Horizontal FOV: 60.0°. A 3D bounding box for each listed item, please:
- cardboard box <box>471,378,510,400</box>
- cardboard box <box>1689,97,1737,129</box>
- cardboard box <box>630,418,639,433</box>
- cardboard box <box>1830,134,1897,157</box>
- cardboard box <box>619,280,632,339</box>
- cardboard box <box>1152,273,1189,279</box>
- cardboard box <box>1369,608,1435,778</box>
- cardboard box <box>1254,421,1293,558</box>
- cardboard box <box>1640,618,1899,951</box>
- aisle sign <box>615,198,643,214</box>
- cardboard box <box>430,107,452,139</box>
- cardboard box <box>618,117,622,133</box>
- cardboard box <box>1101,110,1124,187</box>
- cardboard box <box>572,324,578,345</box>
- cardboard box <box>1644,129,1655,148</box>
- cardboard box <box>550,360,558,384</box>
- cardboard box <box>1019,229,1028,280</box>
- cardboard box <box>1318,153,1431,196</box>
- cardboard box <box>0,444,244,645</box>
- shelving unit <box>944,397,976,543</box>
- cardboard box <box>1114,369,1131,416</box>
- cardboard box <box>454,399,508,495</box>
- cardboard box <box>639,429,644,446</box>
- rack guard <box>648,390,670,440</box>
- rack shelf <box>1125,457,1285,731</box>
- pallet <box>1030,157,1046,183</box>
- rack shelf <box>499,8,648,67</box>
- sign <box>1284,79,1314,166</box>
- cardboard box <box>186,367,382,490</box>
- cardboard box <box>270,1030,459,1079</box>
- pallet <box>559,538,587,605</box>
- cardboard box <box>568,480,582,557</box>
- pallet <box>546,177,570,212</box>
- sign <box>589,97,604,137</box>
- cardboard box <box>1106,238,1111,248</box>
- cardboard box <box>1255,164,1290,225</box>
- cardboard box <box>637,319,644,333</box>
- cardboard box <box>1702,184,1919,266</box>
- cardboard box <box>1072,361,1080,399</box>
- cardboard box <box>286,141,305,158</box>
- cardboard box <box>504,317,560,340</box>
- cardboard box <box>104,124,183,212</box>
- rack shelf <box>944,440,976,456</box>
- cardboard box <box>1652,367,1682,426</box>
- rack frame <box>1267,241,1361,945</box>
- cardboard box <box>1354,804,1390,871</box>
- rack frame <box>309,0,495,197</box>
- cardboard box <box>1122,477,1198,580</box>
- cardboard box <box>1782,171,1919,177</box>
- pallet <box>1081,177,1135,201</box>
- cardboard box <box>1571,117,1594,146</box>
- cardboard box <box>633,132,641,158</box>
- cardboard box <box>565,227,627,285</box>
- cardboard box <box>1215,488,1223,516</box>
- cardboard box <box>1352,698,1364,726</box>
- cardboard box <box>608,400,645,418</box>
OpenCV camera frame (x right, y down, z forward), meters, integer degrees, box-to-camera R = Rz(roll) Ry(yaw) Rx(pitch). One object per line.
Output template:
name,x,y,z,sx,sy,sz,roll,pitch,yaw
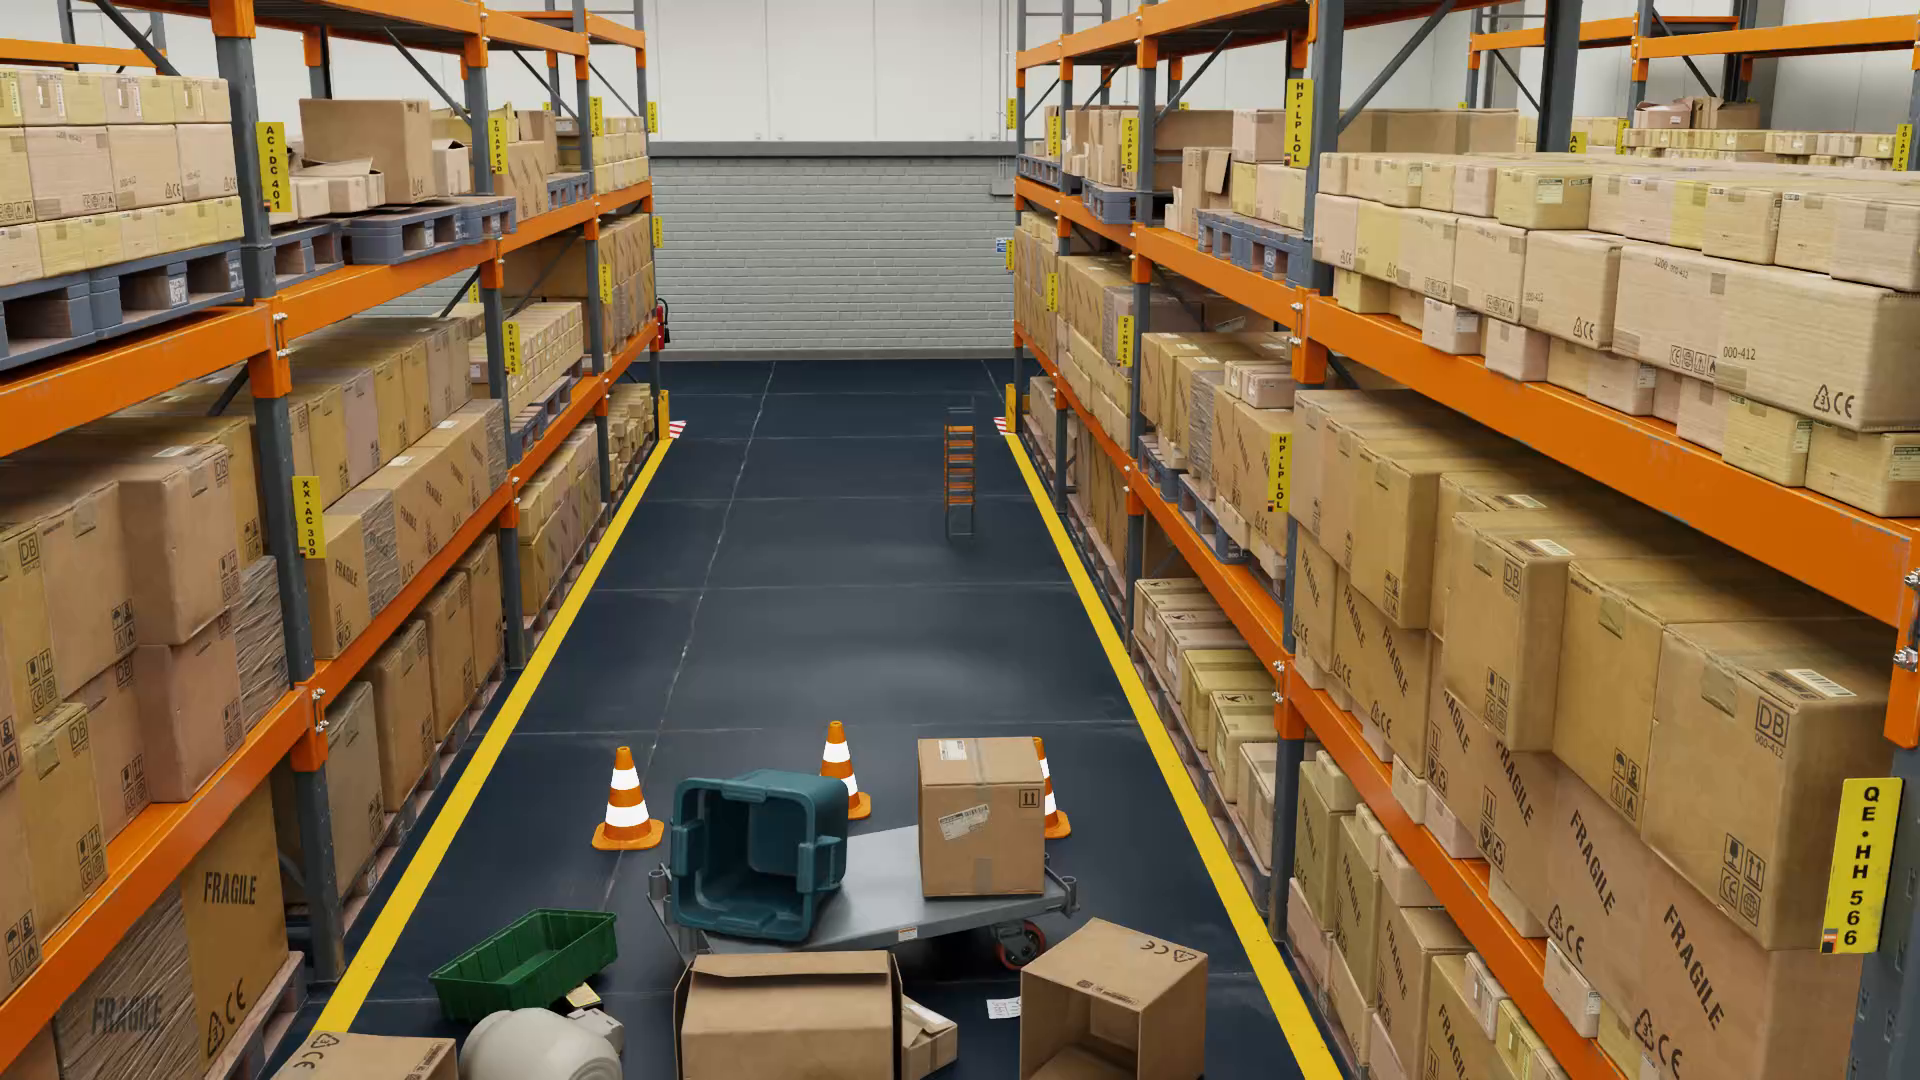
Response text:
cardboard box,-3.155,-0.964,10.818,0.380,0.149,0.250,0,14,-1
cardboard box,6.403,-3.642,14.172,0.396,0.266,0.258,-1,14,-4
cardboard box,-3.427,-1.123,16.652,0.380,0.149,0.250,0,14,-1
cardboard box,6.269,-2.725,11.481,0.380,0.149,0.250,-1,14,-5
cardboard box,-3.385,-2.178,15.675,0.500,0.500,0.500,-1,14,-5
cardboard box,1.738,-1.753,12.614,0.500,0.500,0.500,-1,14,-3
cardboard box,1.679,0.449,5.464,0.500,0.500,0.500,-1,14,-4
cardboard box,1.599,-0.229,7.257,0.500,0.500,0.500,-1,14,-4
cardboard box,1.855,0.473,3.366,0.700,0.500,0.500,-1,14,-5
aisle sign,-3.526,-3.887,17.895,0.394,0.787,0.004,-1,14,-3
cardboard box,-3.710,-2.903,11.533,0.396,0.266,0.258,-1,14,-3
cardboard box,-3.433,-3.959,15.871,0.380,0.149,0.250,-1,14,-5
cardboard box,1.358,-2.664,11.299,0.700,0.500,0.500,-2,15,-6
cardboard box,-3.334,-1.674,13.578,0.380,0.149,0.250,-1,14,-3
cardboard box,5.984,-3.370,13.947,0.380,0.149,0.250,-1,14,-3
cardboard box,-3.267,-1.272,12.612,0.380,0.149,0.250,0,14,-1
cardboard box,0.898,-2.987,17.408,0.500,0.500,0.500,-1,14,-5
cardboard box,1.551,-1.356,6.160,0.380,0.149,0.250,-1,14,-4
cardboard box,-2.938,0.011,5.494,0.875,0.550,0.550,-1,14,-3
shelving unit,0.001,-0.577,13.863,0.258,1.200,0.189,-1,14,-3
cardboard box,1.326,-1.003,11.201,0.500,0.250,0.500,-1,14,-4
cardboard box,-3.029,-0.556,9.966,0.500,0.500,0.500,-1,14,-3
cardboard box,-3.426,-1.047,16.953,0.380,0.149,0.250,-2,15,-6
rack guard,-3.816,-1.375,18.368,1.175,0.500,0.348,-1,14,-3
rack shelf,1.733,0.129,8.949,1.077,0.370,4.000,-1,14,-3
pallet,1.249,-3.628,16.264,1.003,0.211,1.213,-1,14,-3
rack shelf,-3.697,-4.663,15.540,1.077,0.370,4.000,-1,14,-3
sign,1.303,-1.606,6.402,0.100,0.325,0.005,-1,14,-3
cardboard box,-3.179,-0.530,7.859,0.700,0.500,0.500,-1,14,-3
cardboard box,-1.957,1.959,5.403,0.500,0.500,0.500,2,15,6
pallet,-3.444,0.238,12.677,1.003,0.211,1.213,-1,14,-3
cardboard box,-3.217,-0.167,12.831,0.500,0.500,0.500,-1,14,-5
pallet,-3.574,-2.559,12.308,1.213,0.211,1.003,-1,14,-3
sign,-3.019,-3.513,13.813,0.100,0.325,0.005,-1,14,-3
cardboard box,1.511,-2.767,15.253,0.380,0.149,0.250,-1,14,-4
cardboard box,1.650,-1.574,7.564,0.500,0.250,0.500,-1,14,-3
cardboard box,-3.471,-2.219,17.134,0.380,0.149,0.250,0,14,-2
cardboard box,1.777,-0.652,3.424,0.380,0.149,0.250,-1,14,-4
cardboard box,1.175,-1.269,13.240,0.500,0.250,0.500,-1,14,-4
cardboard box,-3.437,-1.841,8.277,0.500,0.311,0.500,-1,14,-4
cardboard box,-3.293,-1.625,12.791,0.380,0.149,0.250,-1,14,-5
cardboard box,-2.759,-1.152,5.125,0.500,0.250,0.500,-1,14,-4
rack shelf,0.001,-0.767,13.814,0.258,0.103,0.180,-1,14,-3
cardboard box,1.824,-0.335,3.791,0.380,0.149,0.250,-1,14,-3
rack frame,1.857,0.278,6.926,1.000,3.000,0.127,-1,14,-3
cardboard box,1.606,1.040,5.834,0.380,0.149,0.250,0,14,-1
rack frame,-3.325,-3.521,9.650,1.000,3.000,0.127,-1,14,-3
cardboard box,1.649,-0.064,11.677,0.875,0.875,0.875,-1,14,-4
cardboard box,2.314,-0.851,4.200,0.380,0.149,0.250,0,14,-2
pallet,1.467,-2.844,13.425,0.805,0.209,1.217,-1,15,-6
cardboard box,6.004,-3.803,15.469,0.500,0.250,0.500,-1,14,-4
cardboard box,-3.505,-3.989,16.789,0.500,0.250,0.500,-1,14,-5
cardboard box,-3.405,-2.657,15.530,0.500,0.500,0.500,-1,14,-3
cardboard box,1.501,-0.181,8.373,0.380,0.149,0.250,-1,14,-3
cardboard box,1.671,0.611,6.137,0.380,0.149,0.250,-1,14,-4
cardboard box,-3.409,-1.331,16.863,0.380,0.149,0.250,0,14,-1
